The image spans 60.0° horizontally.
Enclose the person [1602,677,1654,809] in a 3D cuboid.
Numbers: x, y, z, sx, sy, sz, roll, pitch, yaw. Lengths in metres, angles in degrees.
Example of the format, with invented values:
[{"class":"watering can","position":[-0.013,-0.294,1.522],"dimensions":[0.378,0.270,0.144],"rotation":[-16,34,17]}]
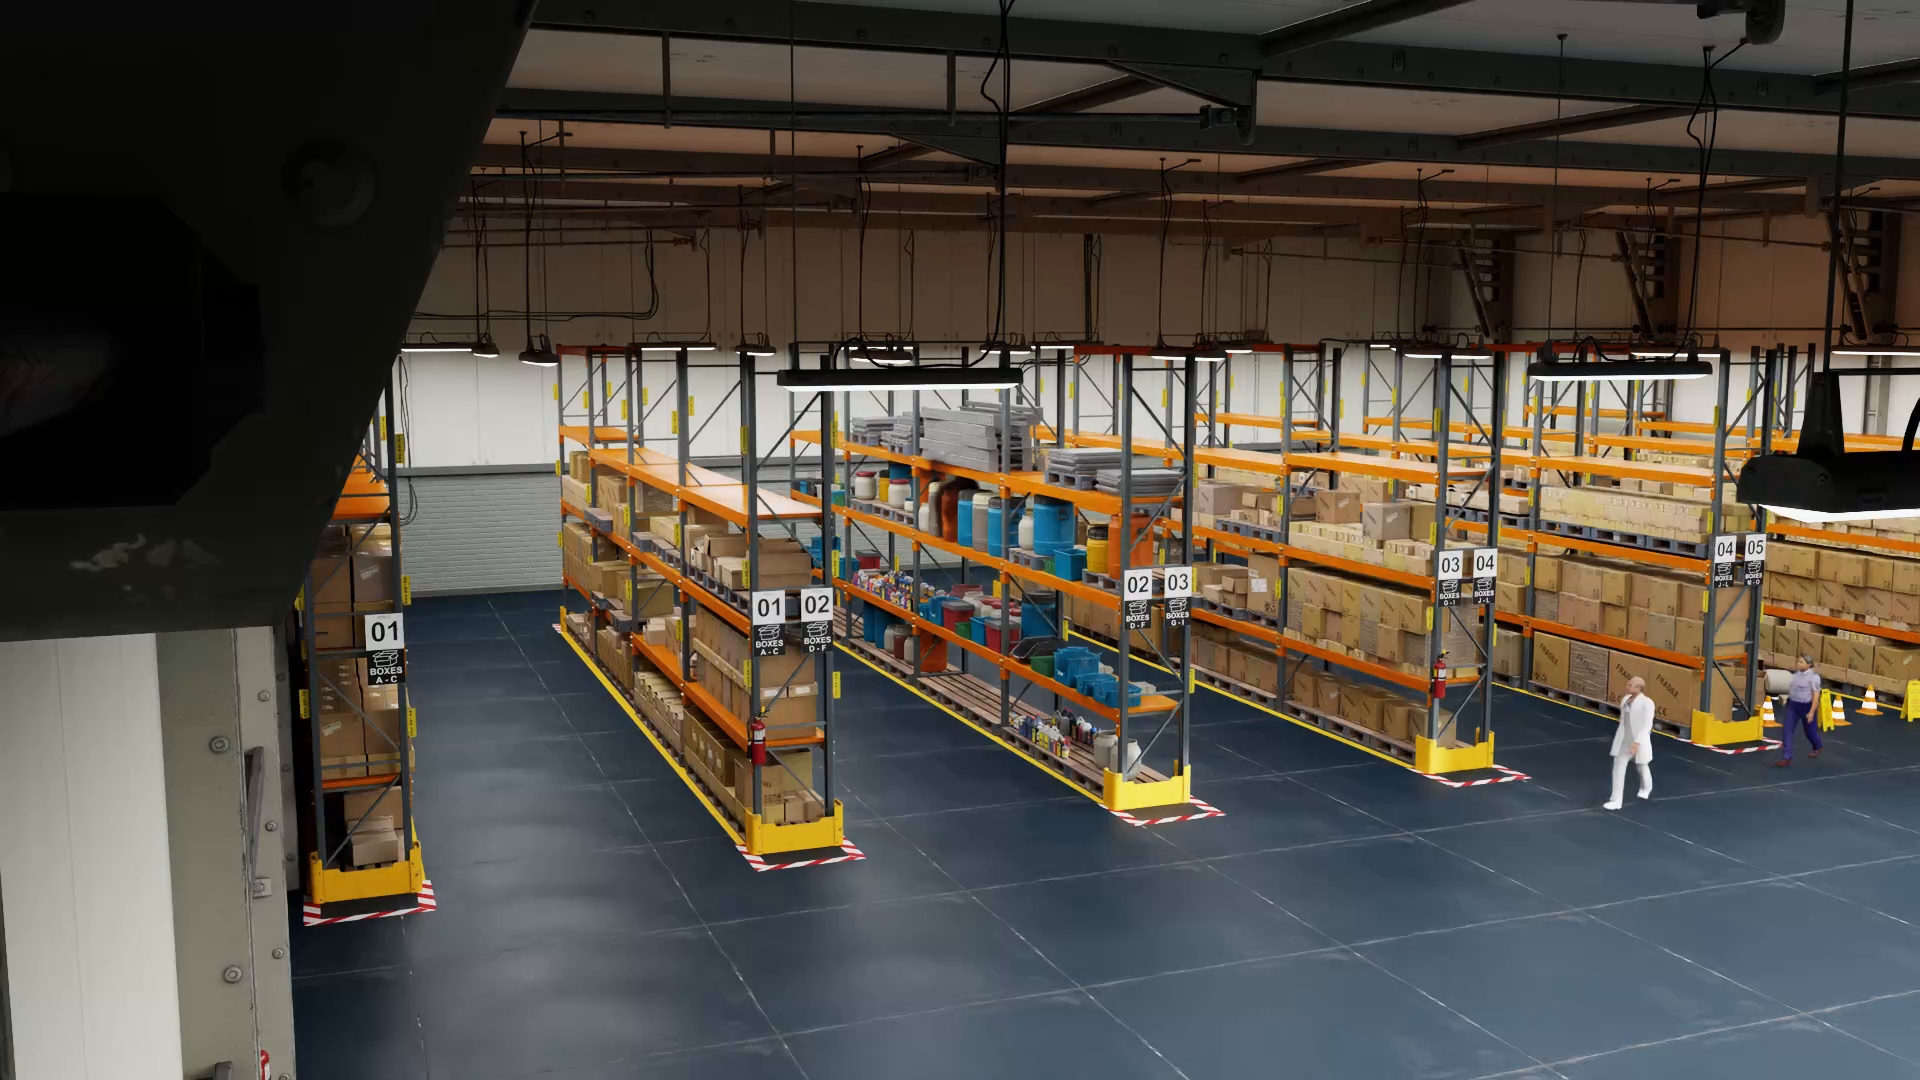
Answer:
[{"class":"person","position":[8.910,2.645,22.026],"dimensions":[0.517,1.684,1.078],"rotation":[5,9,37]}]

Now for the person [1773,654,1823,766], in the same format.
[{"class":"person","position":[12.274,2.462,24.206],"dimensions":[0.467,1.614,0.926],"rotation":[7,10,44]}]
